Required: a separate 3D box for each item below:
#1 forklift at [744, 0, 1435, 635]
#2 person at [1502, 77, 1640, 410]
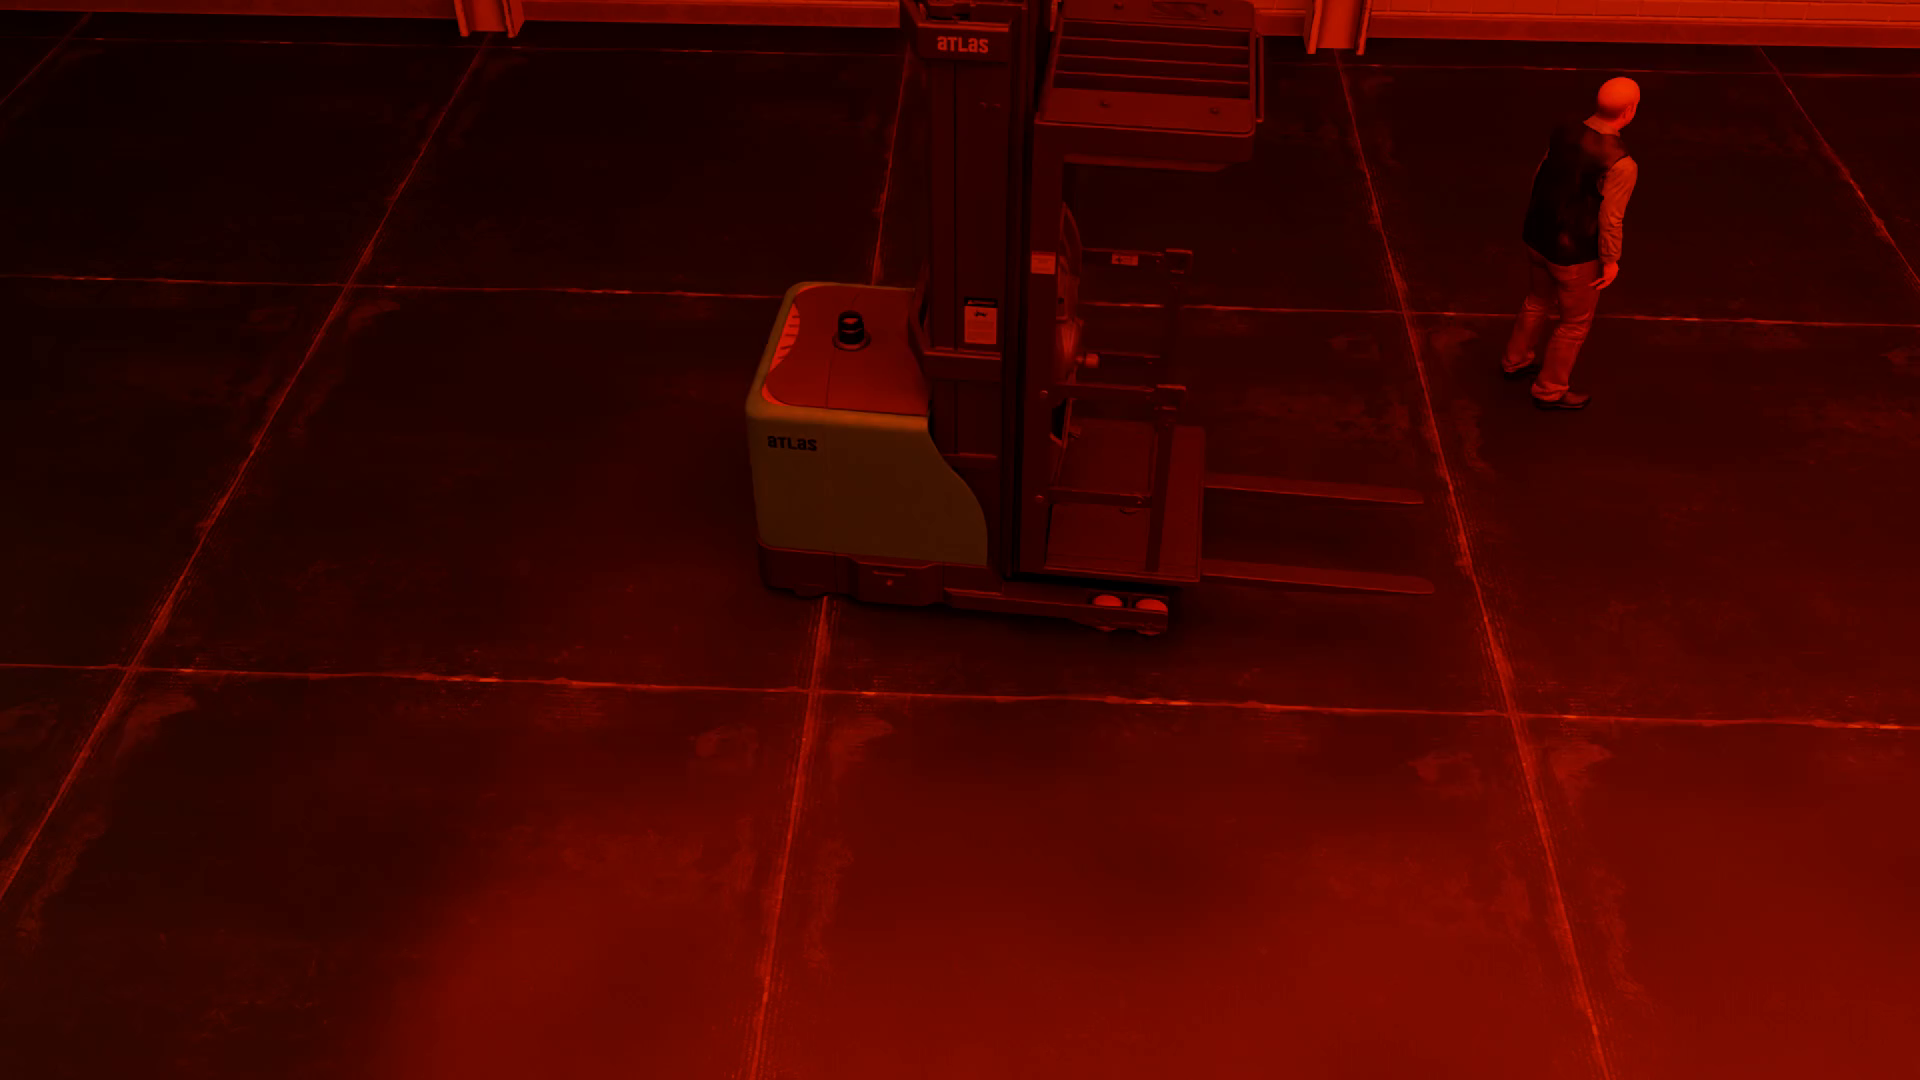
[{"bbox_3d":[0.634,-1.040,6.882,3.031,2.935,1.130,5,43,5],"label":"forklift"},{"bbox_3d":[3.016,-1.463,8.245,0.427,1.720,0.588,-17,45,-17],"label":"person"}]
